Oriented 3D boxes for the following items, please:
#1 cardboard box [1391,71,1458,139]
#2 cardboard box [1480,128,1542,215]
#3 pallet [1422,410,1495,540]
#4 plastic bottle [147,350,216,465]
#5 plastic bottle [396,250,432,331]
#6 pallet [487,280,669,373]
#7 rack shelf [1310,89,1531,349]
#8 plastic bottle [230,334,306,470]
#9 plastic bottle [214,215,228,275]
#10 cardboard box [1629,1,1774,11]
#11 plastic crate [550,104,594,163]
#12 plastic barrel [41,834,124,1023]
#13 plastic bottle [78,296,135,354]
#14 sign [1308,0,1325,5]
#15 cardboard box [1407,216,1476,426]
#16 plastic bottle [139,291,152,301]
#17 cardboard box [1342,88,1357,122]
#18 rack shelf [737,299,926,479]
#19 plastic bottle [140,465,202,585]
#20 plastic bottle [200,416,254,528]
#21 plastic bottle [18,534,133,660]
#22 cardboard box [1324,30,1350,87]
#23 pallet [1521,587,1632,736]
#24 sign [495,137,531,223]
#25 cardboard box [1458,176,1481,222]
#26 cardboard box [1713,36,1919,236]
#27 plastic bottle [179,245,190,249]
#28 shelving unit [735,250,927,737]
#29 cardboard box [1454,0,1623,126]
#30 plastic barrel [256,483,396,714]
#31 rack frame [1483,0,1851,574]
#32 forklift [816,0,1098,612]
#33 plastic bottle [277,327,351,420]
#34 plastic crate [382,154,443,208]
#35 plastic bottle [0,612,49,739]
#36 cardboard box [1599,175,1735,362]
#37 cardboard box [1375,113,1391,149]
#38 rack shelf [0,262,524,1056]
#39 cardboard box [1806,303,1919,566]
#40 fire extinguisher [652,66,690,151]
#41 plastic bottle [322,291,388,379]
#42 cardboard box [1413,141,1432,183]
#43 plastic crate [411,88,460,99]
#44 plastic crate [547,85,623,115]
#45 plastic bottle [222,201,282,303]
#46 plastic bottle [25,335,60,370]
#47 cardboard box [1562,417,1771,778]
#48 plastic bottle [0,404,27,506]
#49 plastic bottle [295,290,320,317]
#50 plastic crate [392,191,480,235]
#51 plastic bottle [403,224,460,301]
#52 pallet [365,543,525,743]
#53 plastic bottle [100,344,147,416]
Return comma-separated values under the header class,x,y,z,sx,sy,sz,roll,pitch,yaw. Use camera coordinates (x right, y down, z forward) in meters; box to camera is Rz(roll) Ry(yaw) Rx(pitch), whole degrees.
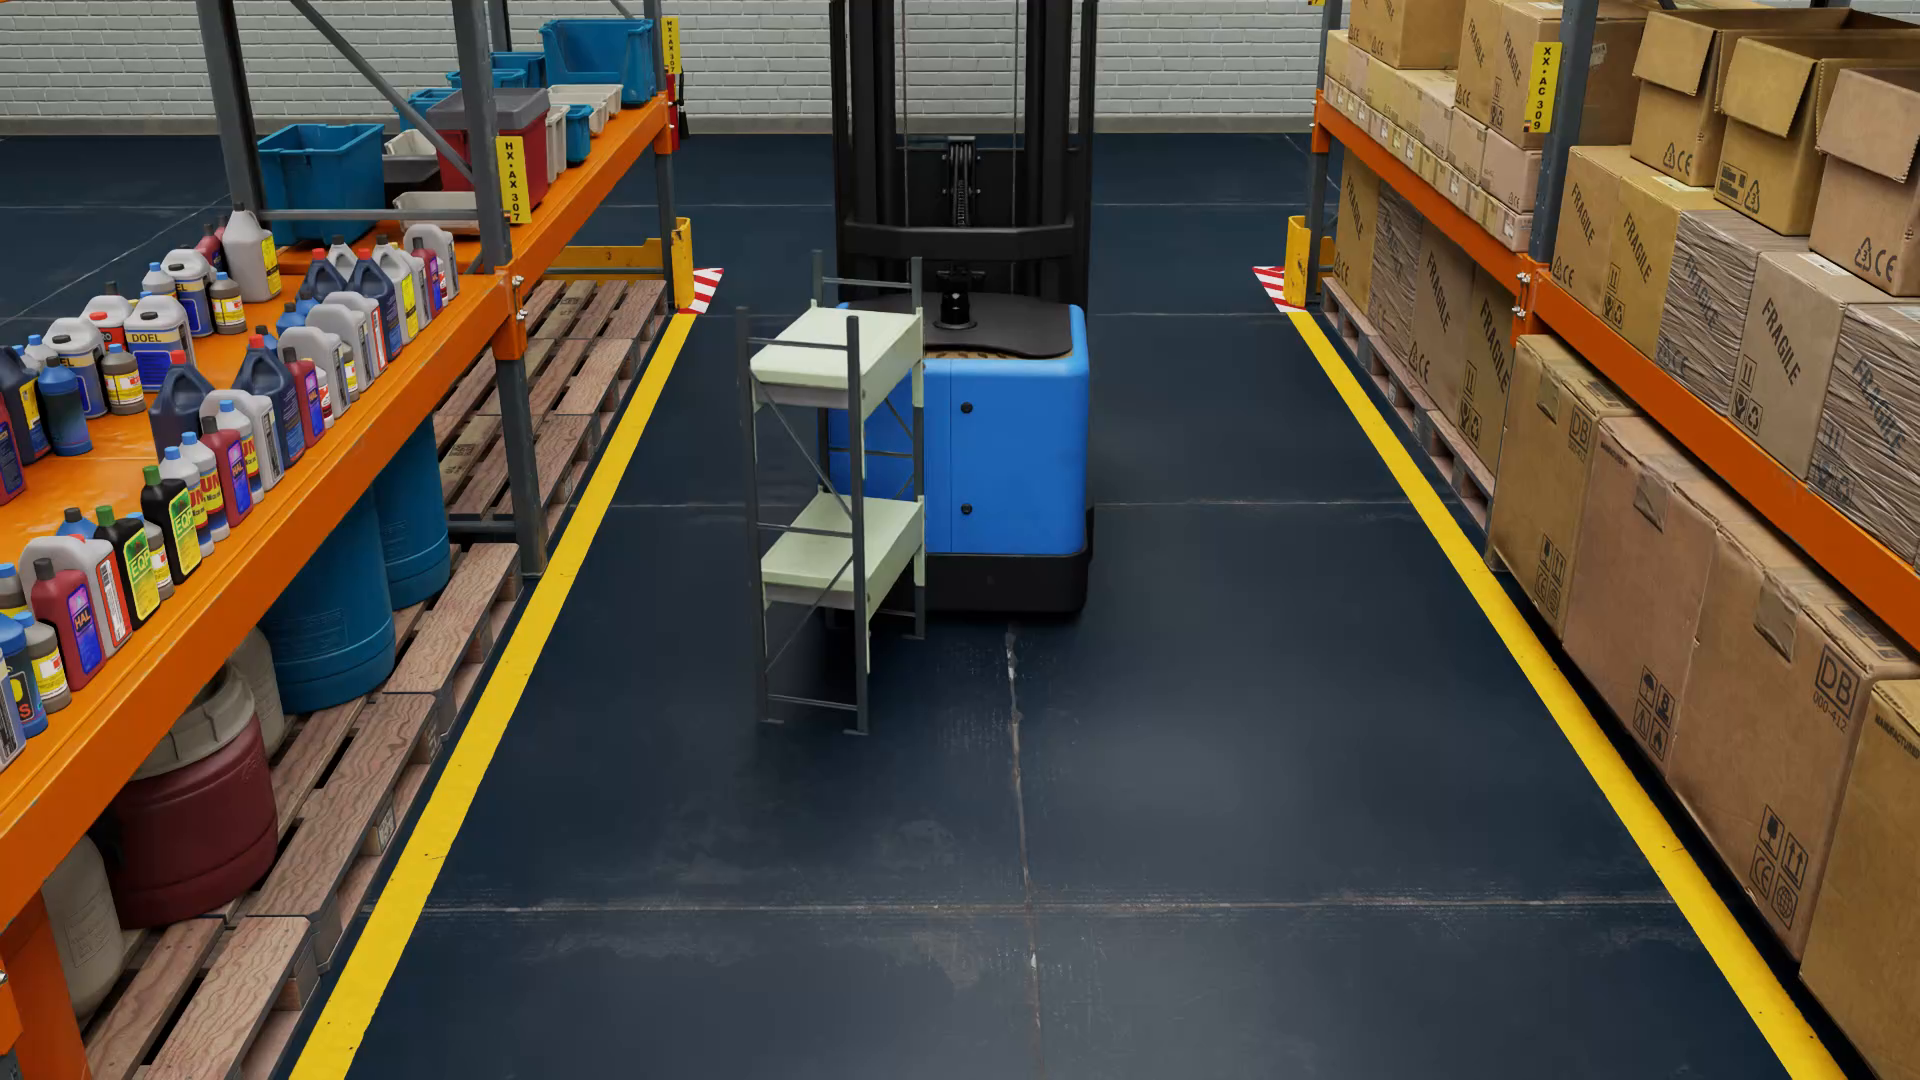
class,x,y,z,sx,sy,sz,roll,pitch,yaw
cardboard box,2.434,-2.133,8.146,0.500,0.250,0.500,-1,24,-2
cardboard box,2.450,-1.500,6.748,0.500,0.250,0.500,-1,24,-2
pallet,2.788,-0.295,7.647,1.003,0.211,1.213,0,24,-1
plastic bottle,-2.036,-0.320,4.378,0.144,0.351,0.185,0,24,-1
plastic bottle,-1.903,-0.862,5.667,0.152,0.276,0.135,0,24,-1
pallet,-2.308,-1.268,9.797,1.003,0.211,1.213,0,24,-1
rack shelf,2.696,-1.749,8.349,1.077,0.370,4.000,0,24,-1
plastic bottle,-1.886,-0.376,4.502,0.144,0.351,0.185,0,24,-1
plastic bottle,-2.658,-1.024,6.015,0.061,0.283,0.133,0,24,-1
cardboard box,2.968,-1.860,6.633,0.500,0.500,0.500,0,24,-1
plastic crate,-2.000,-1.984,8.128,0.416,0.233,0.300,0,24,-1
plastic barrel,-2.309,0.927,4.071,0.421,0.512,0.421,0,24,0
plastic bottle,-2.601,-0.600,5.086,0.152,0.276,0.135,0,24,-1
sign,2.119,-3.331,9.828,0.100,0.325,0.005,0,24,-1
cardboard box,2.781,-1.119,8.152,0.875,0.875,0.875,0,24,-1
plastic bottle,-2.632,-0.708,5.417,0.097,0.201,0.097,0,24,0
cardboard box,2.355,-2.427,9.281,0.380,0.149,0.250,-1,24,-2
rack shelf,-0.419,-0.528,5.650,0.431,0.370,0.720,6,25,13
plastic bottle,-1.836,-0.050,3.861,0.061,0.283,0.133,0,24,-1
plastic bottle,-1.840,-0.185,4.160,0.061,0.283,0.133,0,24,-1
plastic bottle,-1.878,0.104,3.530,0.152,0.276,0.135,0,24,-1
cardboard box,2.409,-2.769,9.553,0.500,0.250,0.500,-1,24,-2
pallet,2.801,0.336,6.251,1.003,0.211,1.213,0,24,-1
sign,-1.685,-1.358,6.276,0.100,0.325,0.005,0,24,-1
cardboard box,2.381,-1.474,7.174,0.380,0.149,0.250,-1,24,-1
cardboard box,2.729,-1.209,4.944,0.797,0.503,0.637,0,24,0
plastic bottle,-2.636,-0.876,5.703,0.097,0.271,0.097,0,24,0
shelving unit,-0.419,-0.173,5.811,0.431,1.500,0.755,6,25,13
cardboard box,2.444,-2.056,7.067,0.500,0.500,0.500,0,24,0
plastic barrel,-2.238,0.051,5.535,0.600,0.901,0.708,0,24,-1
rack frame,2.718,-1.252,6.379,1.000,3.000,0.127,0,24,-1
forklift,0.023,-1.619,7.273,1.130,2.935,3.031,1,24,2
plastic bottle,-1.894,-0.503,4.873,0.152,0.276,0.135,0,24,-1
plastic crate,-2.516,-1.592,7.391,0.437,0.125,0.590,0,24,-1
plastic bottle,-1.847,0.249,3.215,0.097,0.271,0.097,0,24,0
cardboard box,2.479,-0.900,5.479,0.500,0.500,0.500,0,24,0
cardboard box,2.364,-2.109,8.577,0.380,0.149,0.250,-1,24,-1
rack shelf,-2.213,-0.078,4.656,1.077,0.370,4.000,0,24,-1
cardboard box,2.500,-0.271,4.088,0.500,0.500,0.500,-1,24,-2
fire extinguisher,-1.826,-2.737,10.209,0.296,0.674,0.183,0,24,-1
plastic bottle,-1.898,-0.654,5.207,0.152,0.276,0.135,0,24,-1
cardboard box,2.372,-1.792,7.876,0.380,0.149,0.250,-1,24,-1
plastic crate,-2.591,-2.184,8.568,0.416,0.233,0.300,0,24,-1
plastic crate,-2.089,-2.450,9.275,0.396,0.136,0.243,0,24,-1
plastic bottle,-2.555,-1.044,5.979,0.144,0.351,0.185,0,24,-1
plastic bottle,-2.624,-0.454,4.770,0.097,0.271,0.097,0,24,0
cardboard box,2.755,0.156,5.333,1.225,0.875,0.875,-1,24,-2
plastic bottle,-2.493,-0.241,4.285,0.061,0.283,0.133,0,24,-1
plastic bottle,-2.022,-0.644,5.190,0.097,0.271,0.097,0,24,0
plastic crate,-2.097,-1.330,6.797,0.396,0.136,0.243,0,24,-1
plastic bottle,-1.907,-1.013,5.999,0.152,0.276,0.135,0,24,-1
pallet,-2.268,0.359,6.201,1.003,0.211,1.213,0,24,-1
plastic bottle,-2.474,-0.478,4.908,0.097,0.201,0.097,0,24,0
